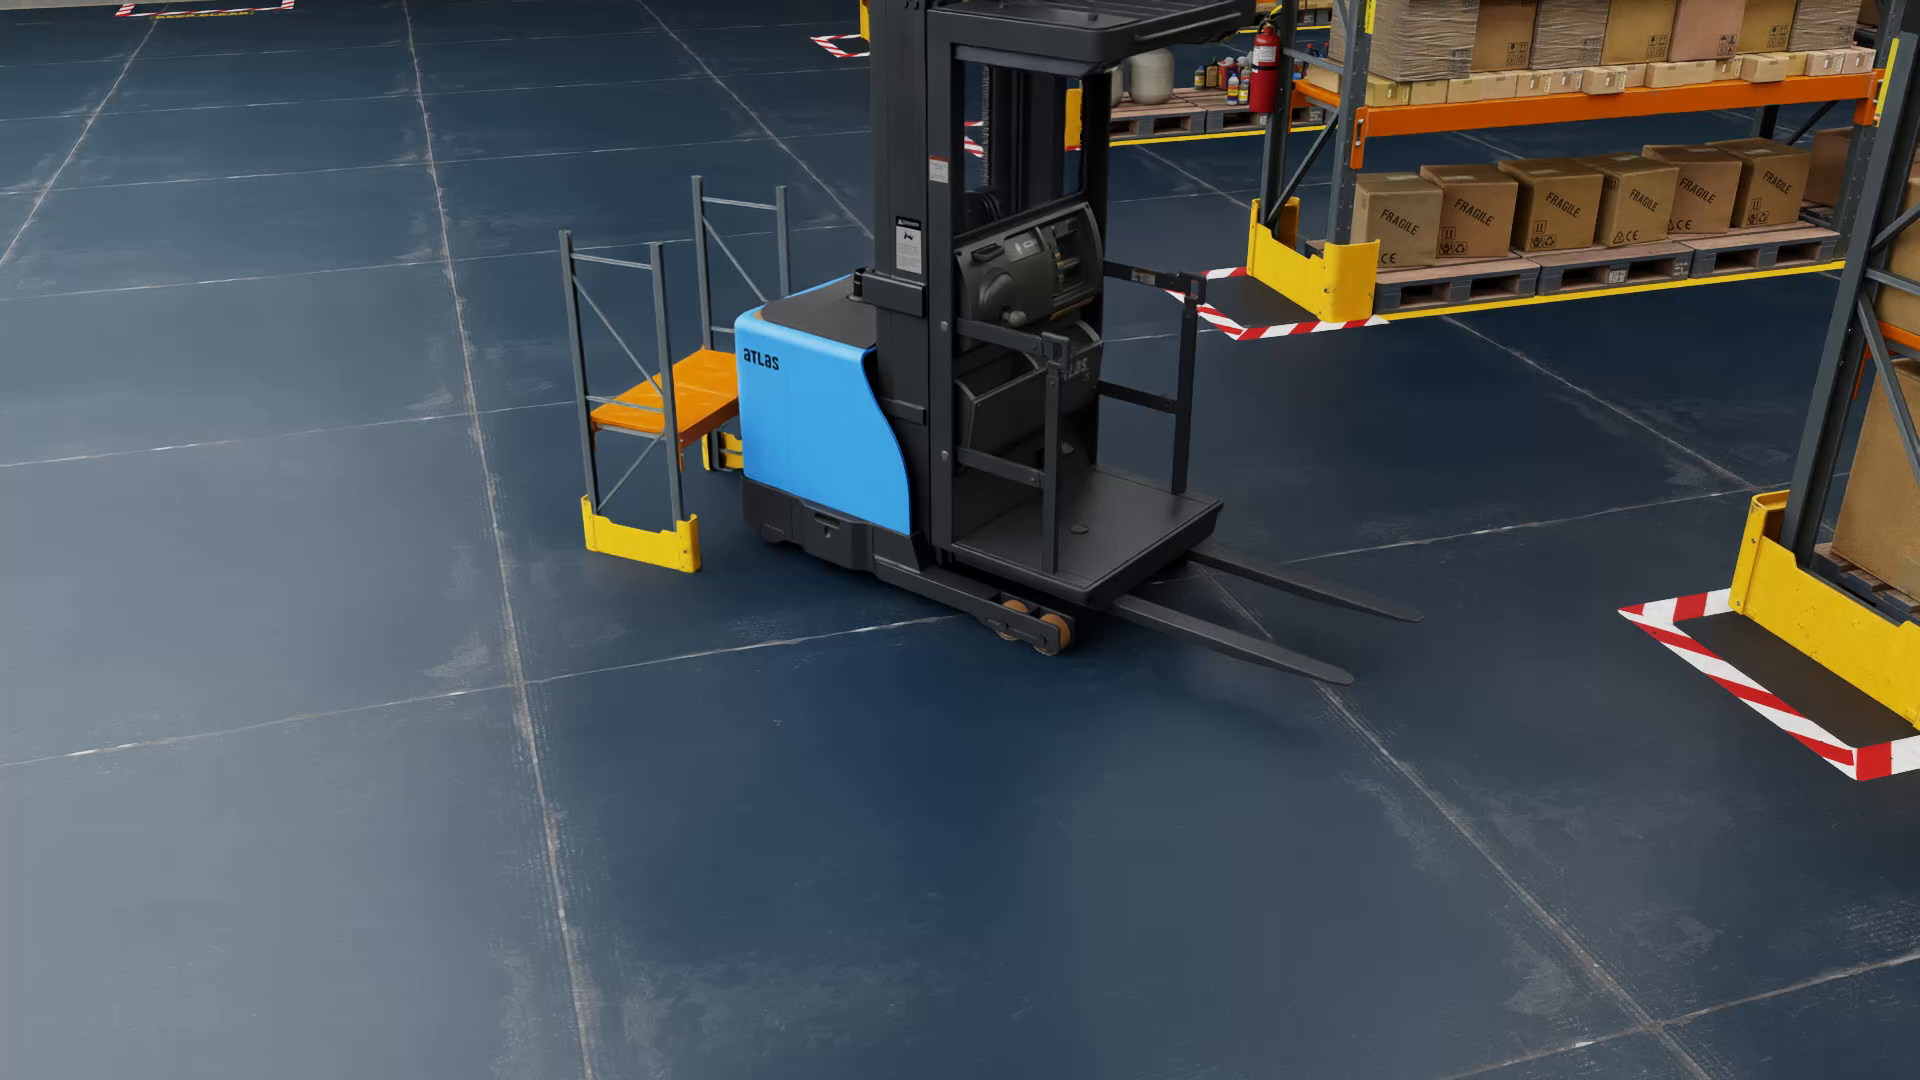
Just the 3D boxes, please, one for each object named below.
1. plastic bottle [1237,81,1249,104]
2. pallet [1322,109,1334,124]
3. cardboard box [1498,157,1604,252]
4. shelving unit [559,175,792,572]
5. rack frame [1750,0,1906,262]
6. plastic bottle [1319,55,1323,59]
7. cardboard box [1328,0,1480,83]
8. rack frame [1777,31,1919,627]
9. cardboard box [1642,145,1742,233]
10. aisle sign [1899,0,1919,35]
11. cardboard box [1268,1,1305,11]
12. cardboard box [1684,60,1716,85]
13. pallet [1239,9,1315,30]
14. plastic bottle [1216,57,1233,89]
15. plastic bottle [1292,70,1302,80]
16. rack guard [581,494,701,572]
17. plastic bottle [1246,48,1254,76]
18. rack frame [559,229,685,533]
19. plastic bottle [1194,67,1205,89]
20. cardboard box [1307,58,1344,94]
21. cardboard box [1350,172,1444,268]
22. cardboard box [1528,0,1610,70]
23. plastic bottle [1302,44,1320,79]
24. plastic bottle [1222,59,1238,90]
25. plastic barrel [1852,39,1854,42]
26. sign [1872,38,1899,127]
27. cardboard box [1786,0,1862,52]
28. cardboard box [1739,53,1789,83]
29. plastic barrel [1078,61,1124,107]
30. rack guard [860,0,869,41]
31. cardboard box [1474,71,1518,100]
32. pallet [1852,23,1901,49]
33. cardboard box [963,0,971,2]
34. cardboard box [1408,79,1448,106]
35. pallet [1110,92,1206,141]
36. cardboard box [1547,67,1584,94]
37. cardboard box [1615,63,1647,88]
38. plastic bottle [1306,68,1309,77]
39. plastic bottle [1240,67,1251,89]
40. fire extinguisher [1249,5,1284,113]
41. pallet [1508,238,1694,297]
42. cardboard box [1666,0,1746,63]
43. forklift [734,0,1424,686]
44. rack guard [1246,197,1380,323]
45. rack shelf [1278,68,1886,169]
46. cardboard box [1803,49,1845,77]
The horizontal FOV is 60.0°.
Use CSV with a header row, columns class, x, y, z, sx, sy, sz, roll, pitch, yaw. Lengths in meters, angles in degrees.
class,x,y,z,sx,sy,sz,roll,pitch,yaw
plastic bottle,2.614,-4.138,15.364,0.097,0.201,0.097,0,26,0
pallet,3.847,-4.289,16.152,1.213,0.211,1.003,-8,28,-16
cardboard box,3.986,-2.290,11.329,0.500,0.500,0.500,-6,27,-11
shelving unit,-1.239,-0.797,7.668,0.587,1.500,1.083,12,29,22
rack frame,6.032,-3.519,11.464,0.127,3.000,1.000,-8,28,-16
plastic bottle,3.502,-4.581,16.178,0.097,0.271,0.097,0,26,0
cardboard box,2.760,-3.210,10.396,0.500,0.500,0.875,-8,28,-16
rack frame,3.668,-0.857,6.103,0.127,3.000,1.000,-8,28,-16
cardboard box,5.097,-2.467,11.685,0.500,0.500,0.500,0,26,0
aisle sign,3.508,-2.138,5.760,0.004,0.787,0.394,-8,28,-16
cardboard box,3.914,-6.685,20.462,0.500,0.250,0.500,-8,27,-15
cardboard box,4.715,-3.101,10.906,0.250,0.149,0.380,-8,28,-16
pallet,3.656,-6.577,20.760,1.213,0.211,1.003,-8,28,-16
plastic bottle,2.553,-4.500,16.010,0.135,0.276,0.152,-8,28,-16
plastic bottle,3.129,-4.244,15.498,0.097,0.271,0.097,0,26,0
rack guard,-1.448,-0.036,7.541,0.587,0.250,0.087,12,29,22
plastic bottle,2.842,-4.578,16.081,0.185,0.351,0.144,-7,27,-14
rack frame,-1.456,-0.588,7.247,0.500,1.500,0.032,12,29,22
plastic bottle,2.305,-4.444,15.980,0.097,0.201,0.097,0,26,0
cardboard box,2.436,-2.982,10.666,0.250,0.149,0.380,-8,28,-16
cardboard box,2.828,-2.115,10.976,0.500,0.500,0.500,-3,27,-7
cardboard box,3.687,-3.380,10.738,0.500,0.500,0.875,-8,28,-16
plastic bottle,3.423,-4.662,16.251,0.185,0.351,0.144,-9,28,-18
plastic bottle,2.587,-4.459,15.918,0.133,0.283,0.061,-8,28,-16
plastic barrel,9.271,-5.428,17.635,0.421,0.512,0.421,0,26,0
sign,3.514,-1.713,6.258,0.005,0.325,0.100,-8,28,-16
cardboard box,5.585,-3.661,11.304,0.500,0.500,0.875,-8,28,-16
cardboard box,5.218,-3.131,10.967,0.250,0.149,0.380,-8,28,-16
plastic barrel,1.297,-4.259,15.281,0.421,0.512,0.421,0,26,0
rack guard,-0.858,-6.034,19.342,0.348,0.500,1.175,-8,28,-16
cardboard box,3.291,-2.891,10.483,0.250,0.149,0.380,-8,28,-16
pallet,6.804,-3.476,11.595,1.213,0.211,1.003,-8,28,-16
cardboard box,0.218,-6.499,19.244,0.500,0.500,0.500,-8,28,-16
cardboard box,2.817,-2.820,10.340,0.250,0.149,0.380,-8,28,-16
pallet,1.527,-3.953,15.475,1.213,0.211,1.003,-8,28,-16
cardboard box,3.760,-2.969,10.639,0.250,0.149,0.380,-8,28,-16
cardboard box,4.226,-3.050,10.803,0.250,0.149,0.380,-8,28,-16
plastic bottle,3.330,-4.288,15.582,0.135,0.276,0.152,-8,27,-15
plastic bottle,2.742,-4.436,15.964,0.097,0.201,0.097,0,26,0
fire extinguisher,1.977,-3.112,10.733,0.183,0.674,0.296,-8,28,-16
pallet,4.242,-1.993,11.526,1.213,0.211,1.003,-8,28,-16
cardboard box,4.654,-3.495,10.971,0.500,0.500,0.875,-8,28,-16
forklift,0.457,-1.107,6.684,3.031,2.935,1.130,19,32,34
rack guard,2.301,-1.859,10.932,0.348,0.500,1.175,-8,28,-16
rack shelf,4.130,-2.921,11.070,4.000,0.370,1.077,-8,28,-16
cardboard box,5.678,-3.222,11.149,0.250,0.149,0.380,-8,28,-16
